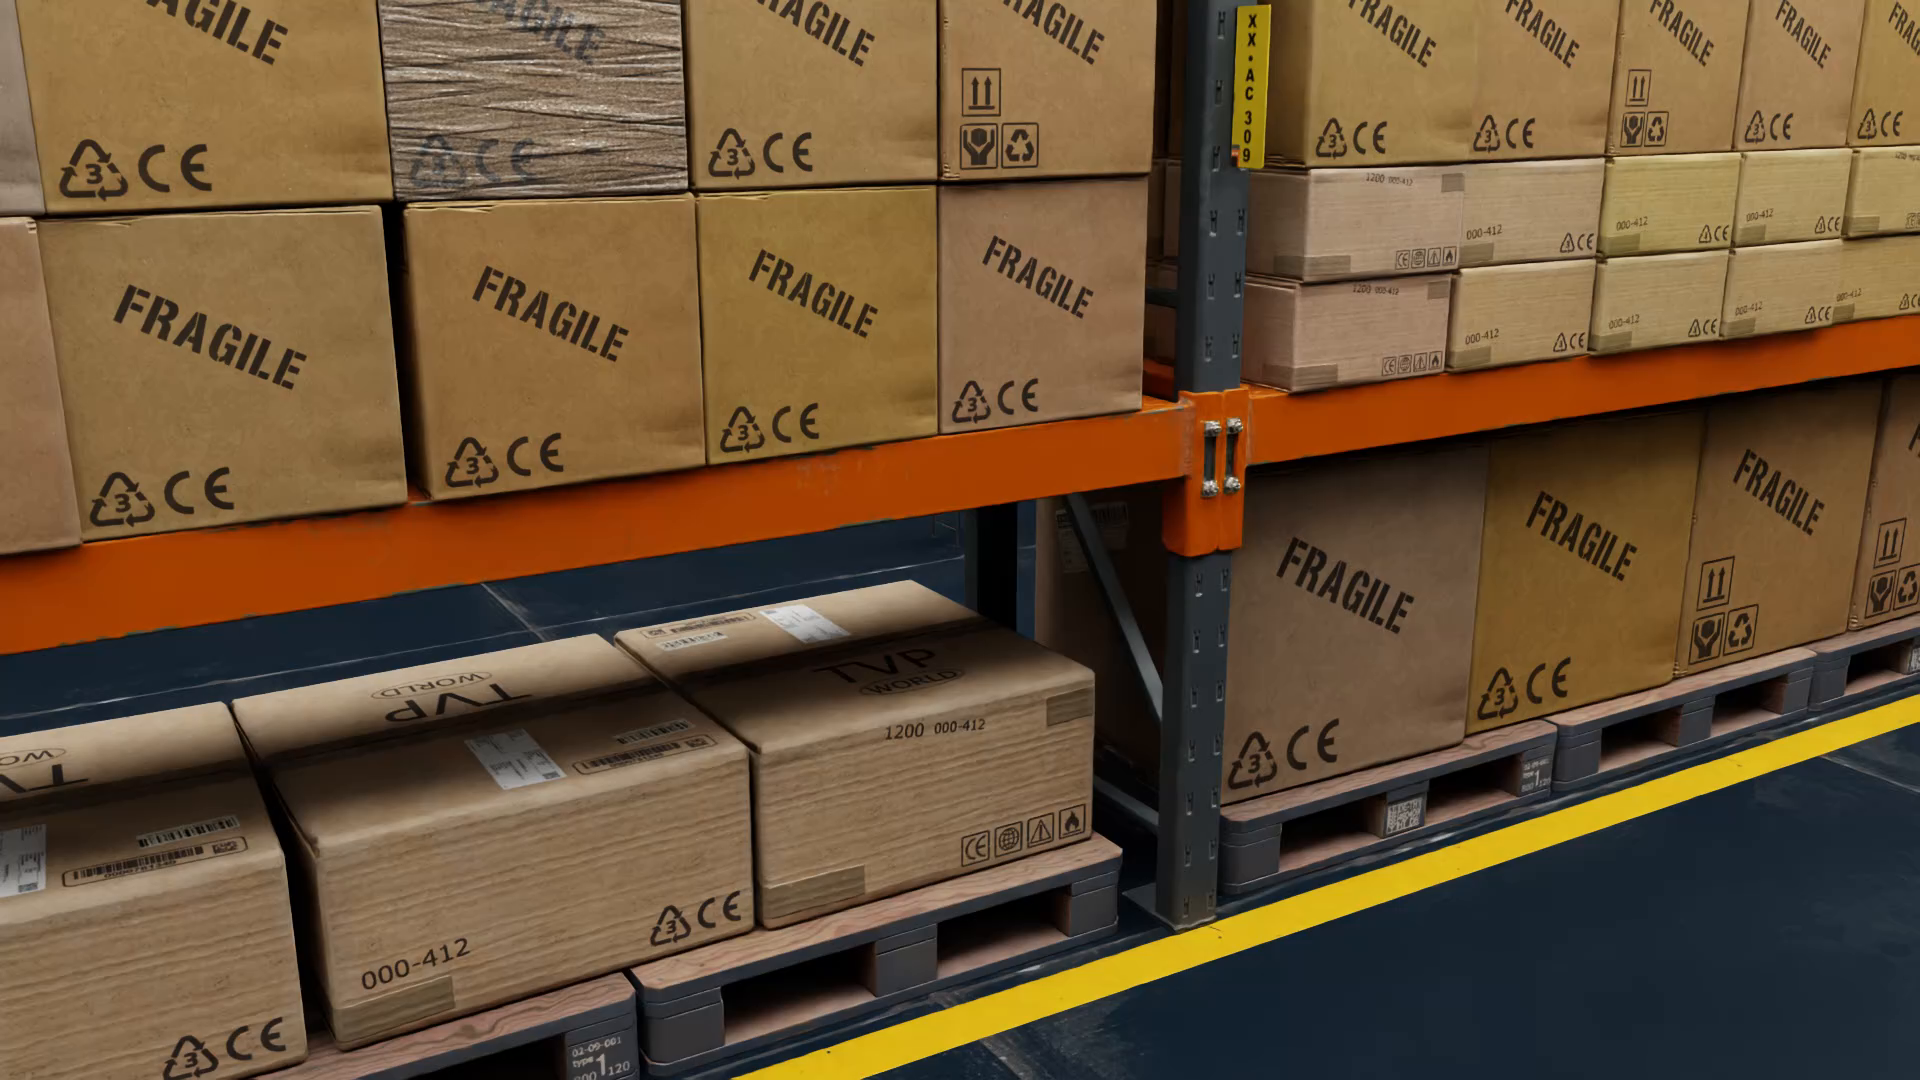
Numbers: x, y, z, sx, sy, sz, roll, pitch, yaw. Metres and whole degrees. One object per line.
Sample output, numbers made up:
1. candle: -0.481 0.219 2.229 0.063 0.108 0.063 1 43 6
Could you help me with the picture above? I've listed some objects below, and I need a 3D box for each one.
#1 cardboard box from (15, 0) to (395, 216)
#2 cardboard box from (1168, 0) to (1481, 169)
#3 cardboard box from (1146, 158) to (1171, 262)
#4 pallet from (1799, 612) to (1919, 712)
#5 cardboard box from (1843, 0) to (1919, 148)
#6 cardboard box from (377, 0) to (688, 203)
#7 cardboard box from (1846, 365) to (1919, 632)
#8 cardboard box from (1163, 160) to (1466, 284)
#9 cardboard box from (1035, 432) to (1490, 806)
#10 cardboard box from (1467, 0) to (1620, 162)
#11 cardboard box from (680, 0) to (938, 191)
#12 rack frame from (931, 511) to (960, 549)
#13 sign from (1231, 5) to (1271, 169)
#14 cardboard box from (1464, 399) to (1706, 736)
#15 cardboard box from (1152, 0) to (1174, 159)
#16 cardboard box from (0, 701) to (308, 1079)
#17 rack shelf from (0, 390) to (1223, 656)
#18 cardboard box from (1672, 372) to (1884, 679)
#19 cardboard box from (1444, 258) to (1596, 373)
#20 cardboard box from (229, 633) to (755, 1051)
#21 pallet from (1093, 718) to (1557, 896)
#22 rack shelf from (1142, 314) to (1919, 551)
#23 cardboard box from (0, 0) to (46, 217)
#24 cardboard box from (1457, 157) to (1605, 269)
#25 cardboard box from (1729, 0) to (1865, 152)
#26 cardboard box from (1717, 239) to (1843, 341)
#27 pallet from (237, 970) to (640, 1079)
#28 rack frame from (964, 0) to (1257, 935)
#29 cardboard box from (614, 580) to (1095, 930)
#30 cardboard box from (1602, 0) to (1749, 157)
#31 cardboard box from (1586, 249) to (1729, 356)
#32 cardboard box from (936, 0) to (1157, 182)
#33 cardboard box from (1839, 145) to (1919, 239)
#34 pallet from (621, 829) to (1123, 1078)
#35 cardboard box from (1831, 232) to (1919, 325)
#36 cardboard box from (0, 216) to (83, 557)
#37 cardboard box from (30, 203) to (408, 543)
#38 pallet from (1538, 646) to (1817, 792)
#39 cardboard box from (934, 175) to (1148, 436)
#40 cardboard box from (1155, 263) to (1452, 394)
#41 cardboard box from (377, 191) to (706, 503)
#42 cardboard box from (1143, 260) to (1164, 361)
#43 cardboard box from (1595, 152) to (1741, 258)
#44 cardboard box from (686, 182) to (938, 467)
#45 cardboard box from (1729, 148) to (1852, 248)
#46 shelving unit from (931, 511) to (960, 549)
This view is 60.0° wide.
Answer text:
1. cardboard box: -1.249 -0.806 2.690 0.500 0.500 0.500 -9 18 -29
2. cardboard box: 0.843 -1.140 3.880 0.500 0.500 0.500 -9 18 -29
3. cardboard box: 0.571 -0.901 4.420 0.500 0.250 0.500 -9 18 -30
4. pallet: 3.032 0.263 6.079 1.213 0.211 1.003 -9 18 -30
5. cardboard box: 2.574 -1.428 4.908 0.500 0.500 0.500 -9 18 -30
6. cardboard box: -0.815 -0.874 2.932 0.500 0.500 0.500 -9 18 -29
7. cardboard box: 3.112 -0.274 5.987 0.875 0.875 0.875 -9 18 -30
8. cardboard box: 0.840 -0.780 3.986 0.500 0.250 0.500 -10 18 -31
9. cardboard box: 0.808 0.101 4.651 0.875 0.875 0.875 -9 18 -28
10. cardboard box: 1.265 -1.217 4.155 0.500 0.500 0.500 -9 18 -30
11. cardboard box: -0.383 -0.947 3.192 0.500 0.500 0.500 -10 18 -31
12. rack frame: -0.066 -0.567 7.210 0.006 1.200 0.240 -9 18 -30
13. sign: 0.605 -0.942 3.463 0.005 0.325 0.100 -9 18 -30
14. cardboard box: 1.578 -0.027 5.106 0.875 0.875 0.875 -9 18 -28
15. cardboard box: 0.572 -1.265 4.328 0.500 0.500 0.500 -9 18 -28
16. cardboard box: -1.816 0.728 3.224 0.875 0.438 0.875 -9 18 -28
17. rack shelf: -1.396 0.009 3.153 4.000 0.370 1.077 -9 18 -30
18. cardboard box: 2.345 -0.151 5.549 0.875 0.875 0.875 -9 18 -29
19. cardboard box: 1.274 -0.616 4.326 0.500 0.250 0.500 -10 18 -31
20. cardboard box: -1.043 0.603 3.670 0.875 0.438 0.875 -10 18 -31
21. pallet: 0.941 0.603 4.869 1.213 0.211 1.003 -9 18 -30
22. rack shelf: 2.032 -0.547 5.137 4.000 0.370 1.077 -9 18 -30
23. cardboard box: -1.676 -0.737 2.442 0.500 0.500 0.500 -9 18 -30
24. cardboard box: 1.273 -0.859 4.268 0.500 0.250 0.500 -9 18 -29
25. cardboard box: 2.136 -1.359 4.664 0.500 0.500 0.500 -10 18 -31
26. cardboard box: 2.155 -0.750 4.807 0.500 0.250 0.500 -10 18 -31
27. pallet: -1.421 0.986 3.503 1.213 0.211 1.003 -9 18 -30
28. rack frame: 0.318 -0.615 4.048 0.127 3.000 1.000 -9 18 -30
29. cardboard box: -0.276 0.479 4.114 0.875 0.438 0.875 -10 18 -31
30. cardboard box: 1.696 -1.286 4.402 0.500 0.500 0.500 -10 18 -31
31. cardboard box: 1.721 -0.683 4.567 0.500 0.250 0.500 -9 18 -30
32. cardboard box: 0.056 -1.015 3.437 0.500 0.500 0.500 -9 18 -30
33. cardboard box: 2.596 -1.066 5.006 0.500 0.250 0.500 -10 18 -31
34. pallet: -0.374 0.815 4.112 1.213 0.211 1.003 -9 18 -30
35. cardboard box: 2.577 -0.828 5.084 0.500 0.250 0.500 -9 18 -30
36. cardboard box: -1.687 -0.251 2.563 0.500 0.500 0.500 -9 18 -30
37. cardboard box: -1.266 -0.325 2.825 0.500 0.500 0.500 -9 18 -28
38. pallet: 1.987 0.432 5.478 1.213 0.211 1.003 -9 18 -30
39. cardboard box: 0.052 -0.540 3.593 0.500 0.500 0.500 -9 18 -29
40. cardboard box: 0.831 -0.543 4.068 0.500 0.250 0.500 -10 18 -31
41. cardboard box: -0.810 -0.394 3.072 0.500 0.500 0.500 -10 18 -31
42. cardboard box: 0.573 -0.664 4.498 0.500 0.250 0.500 -10 18 -31
43. cardboard box: 1.719 -0.923 4.496 0.500 0.250 0.500 -9 18 -29
44. cardboard box: -0.386 -0.467 3.334 0.500 0.500 0.500 -10 18 -31
45. cardboard box: 2.151 -0.994 4.748 0.500 0.250 0.500 -10 18 -31
46. shelving unit: 0.012 -0.580 7.255 0.189 1.200 0.258 -9 18 -30
